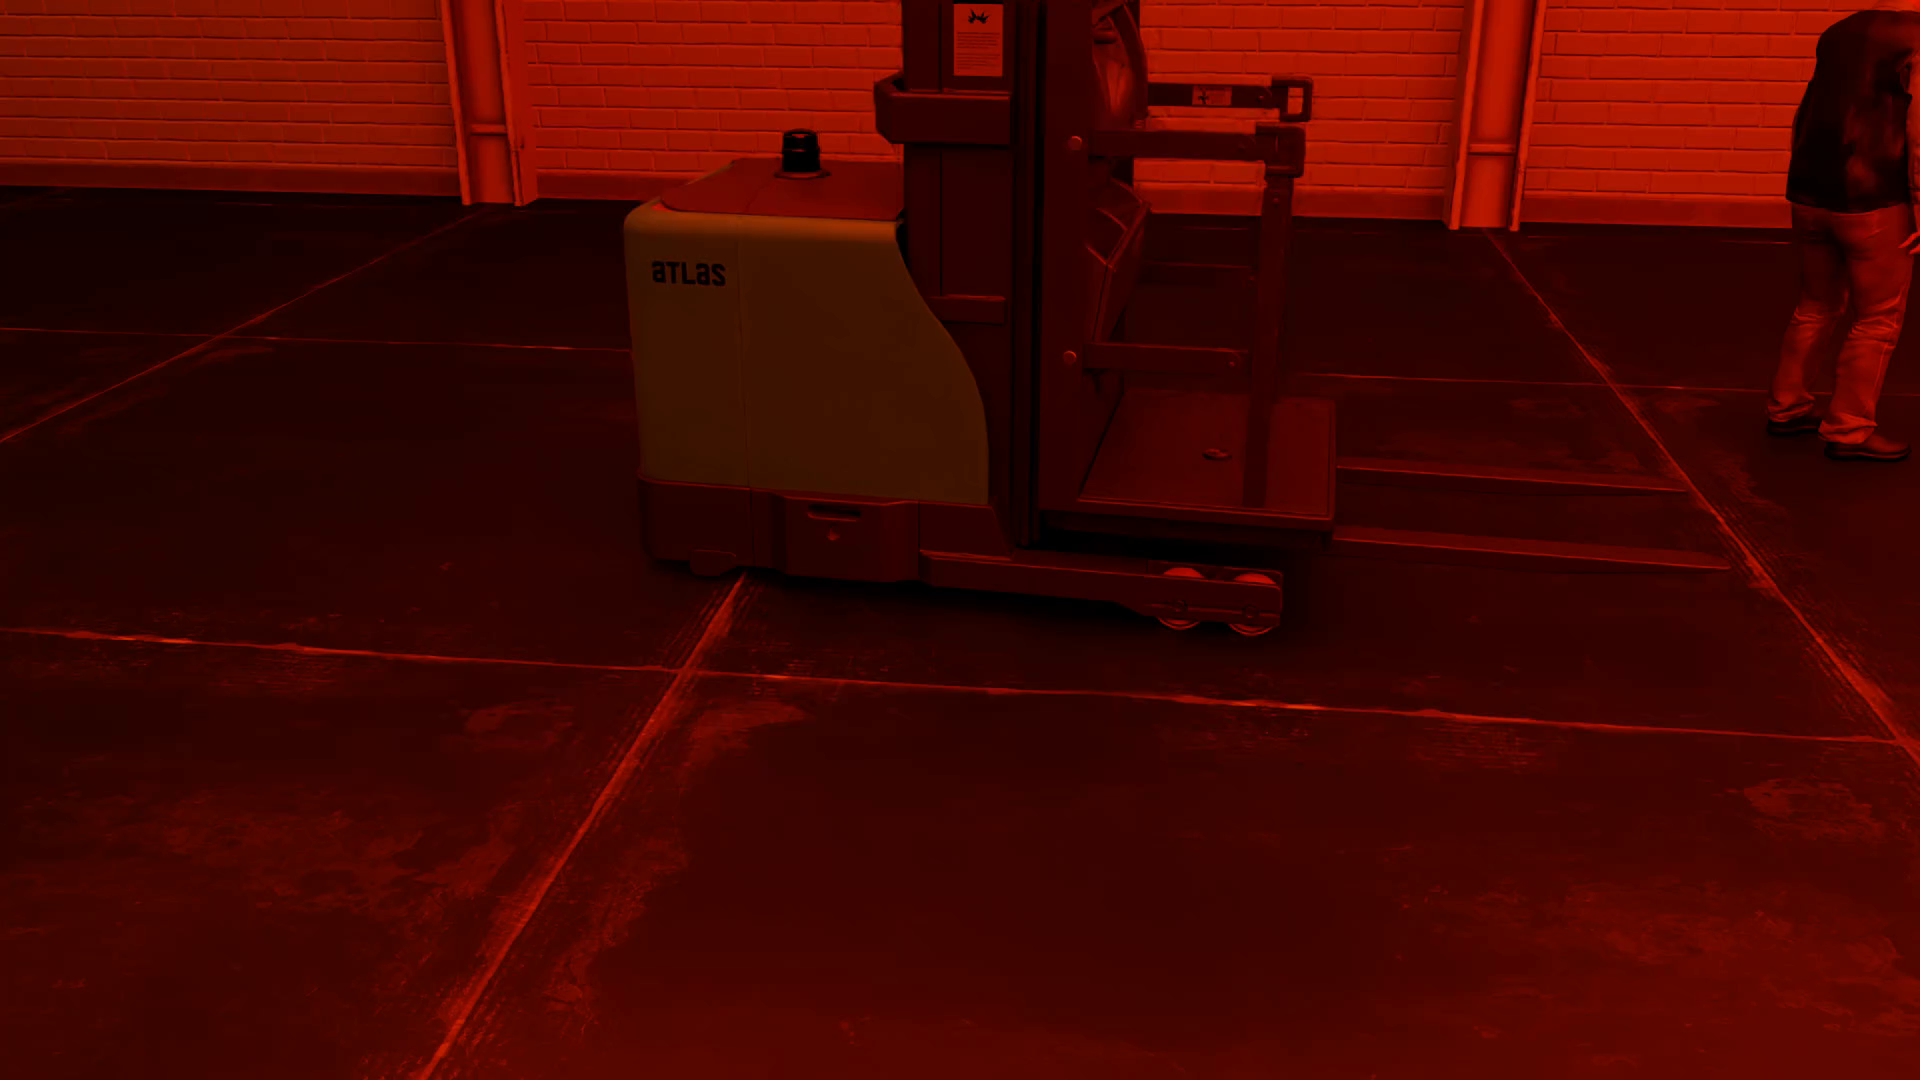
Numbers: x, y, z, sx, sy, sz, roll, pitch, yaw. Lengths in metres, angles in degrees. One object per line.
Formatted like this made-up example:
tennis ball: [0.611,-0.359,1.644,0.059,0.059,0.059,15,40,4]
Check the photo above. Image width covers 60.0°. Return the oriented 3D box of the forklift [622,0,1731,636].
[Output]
forklift: [0.627,-1.317,4.524,3.031,2.935,1.130,5,22,11]

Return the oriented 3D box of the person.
person: [3.107,-1.162,5.762,0.427,1.720,0.588,-7,23,-18]
